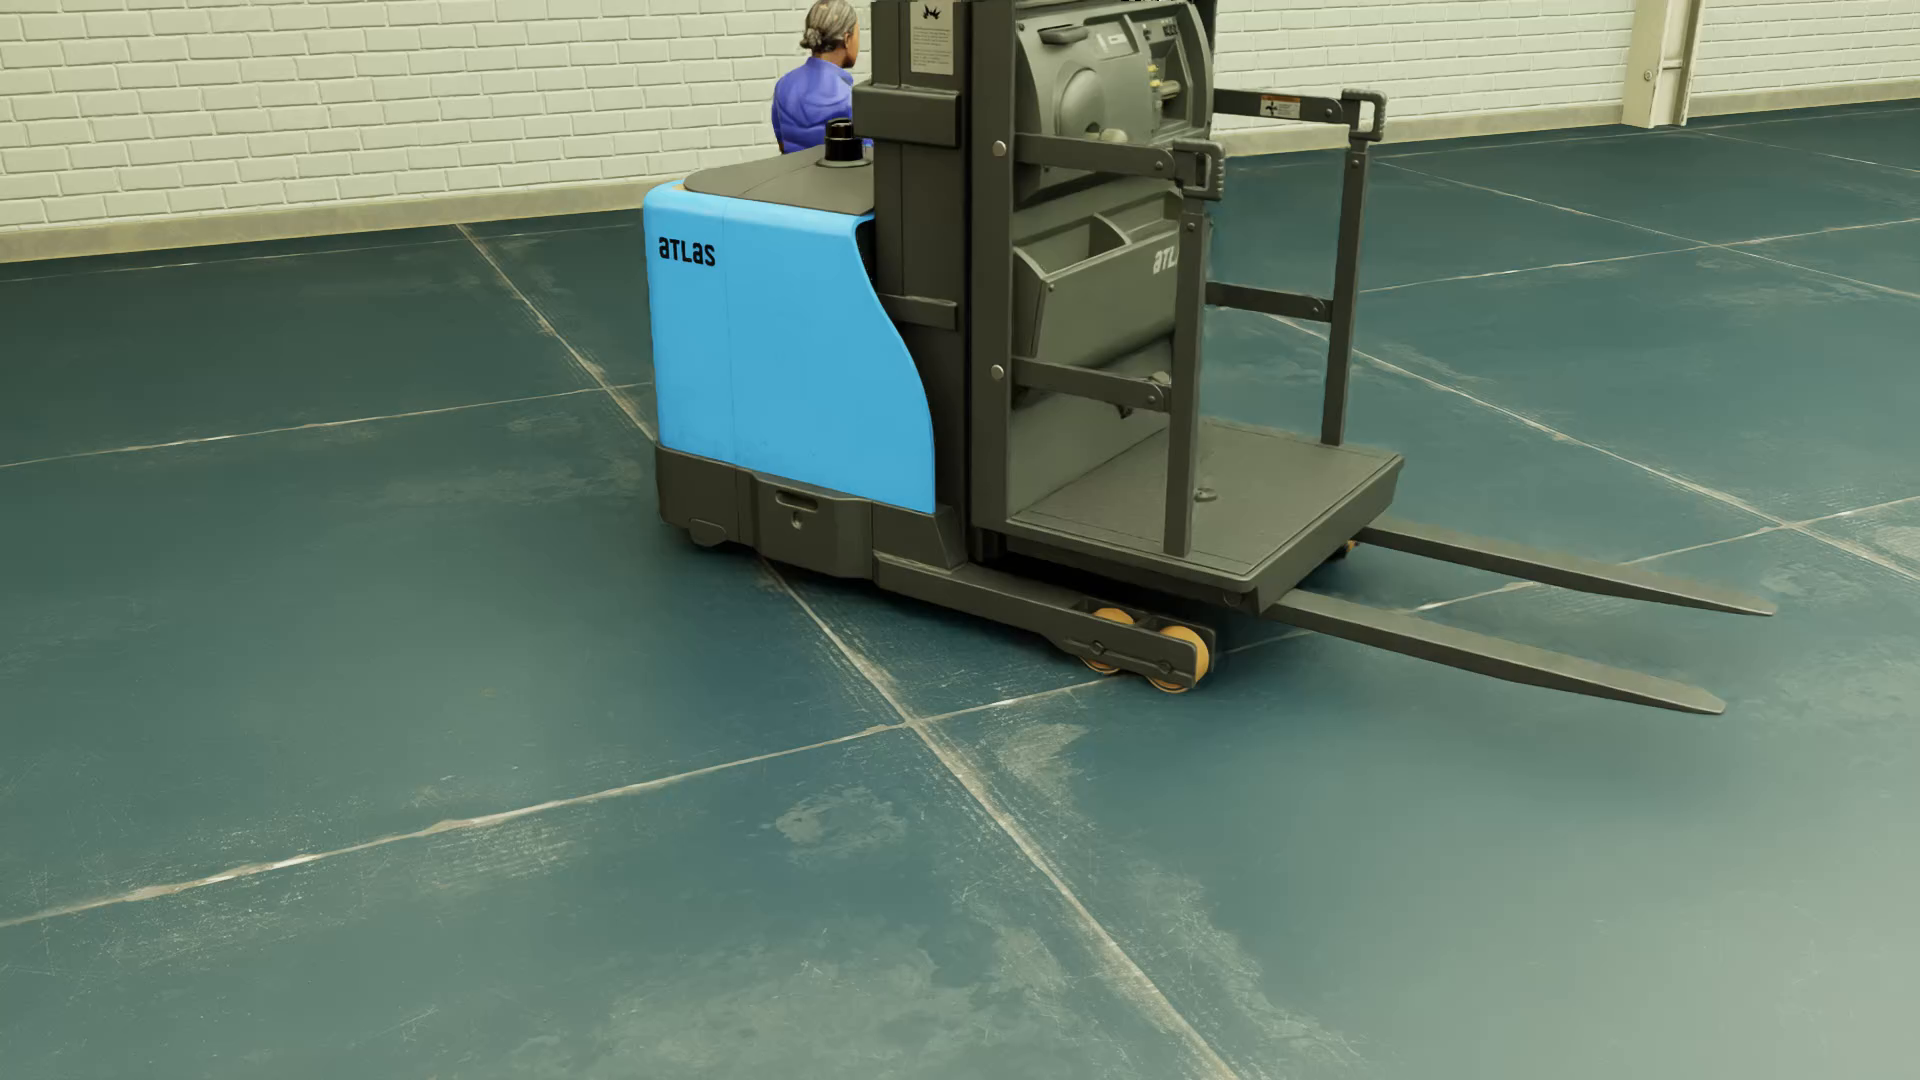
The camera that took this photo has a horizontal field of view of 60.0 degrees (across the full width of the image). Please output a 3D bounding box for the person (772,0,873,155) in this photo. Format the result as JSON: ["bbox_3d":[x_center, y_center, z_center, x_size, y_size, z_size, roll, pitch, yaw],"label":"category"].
[{"bbox_3d":[-0.287,-1.149,5.972,0.631,1.547,0.681,-18,29,-37],"label":"person"}]

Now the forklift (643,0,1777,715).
[{"bbox_3d":[0.587,-1.200,4.175,3.031,2.935,1.130,14,27,31],"label":"forklift"}]
